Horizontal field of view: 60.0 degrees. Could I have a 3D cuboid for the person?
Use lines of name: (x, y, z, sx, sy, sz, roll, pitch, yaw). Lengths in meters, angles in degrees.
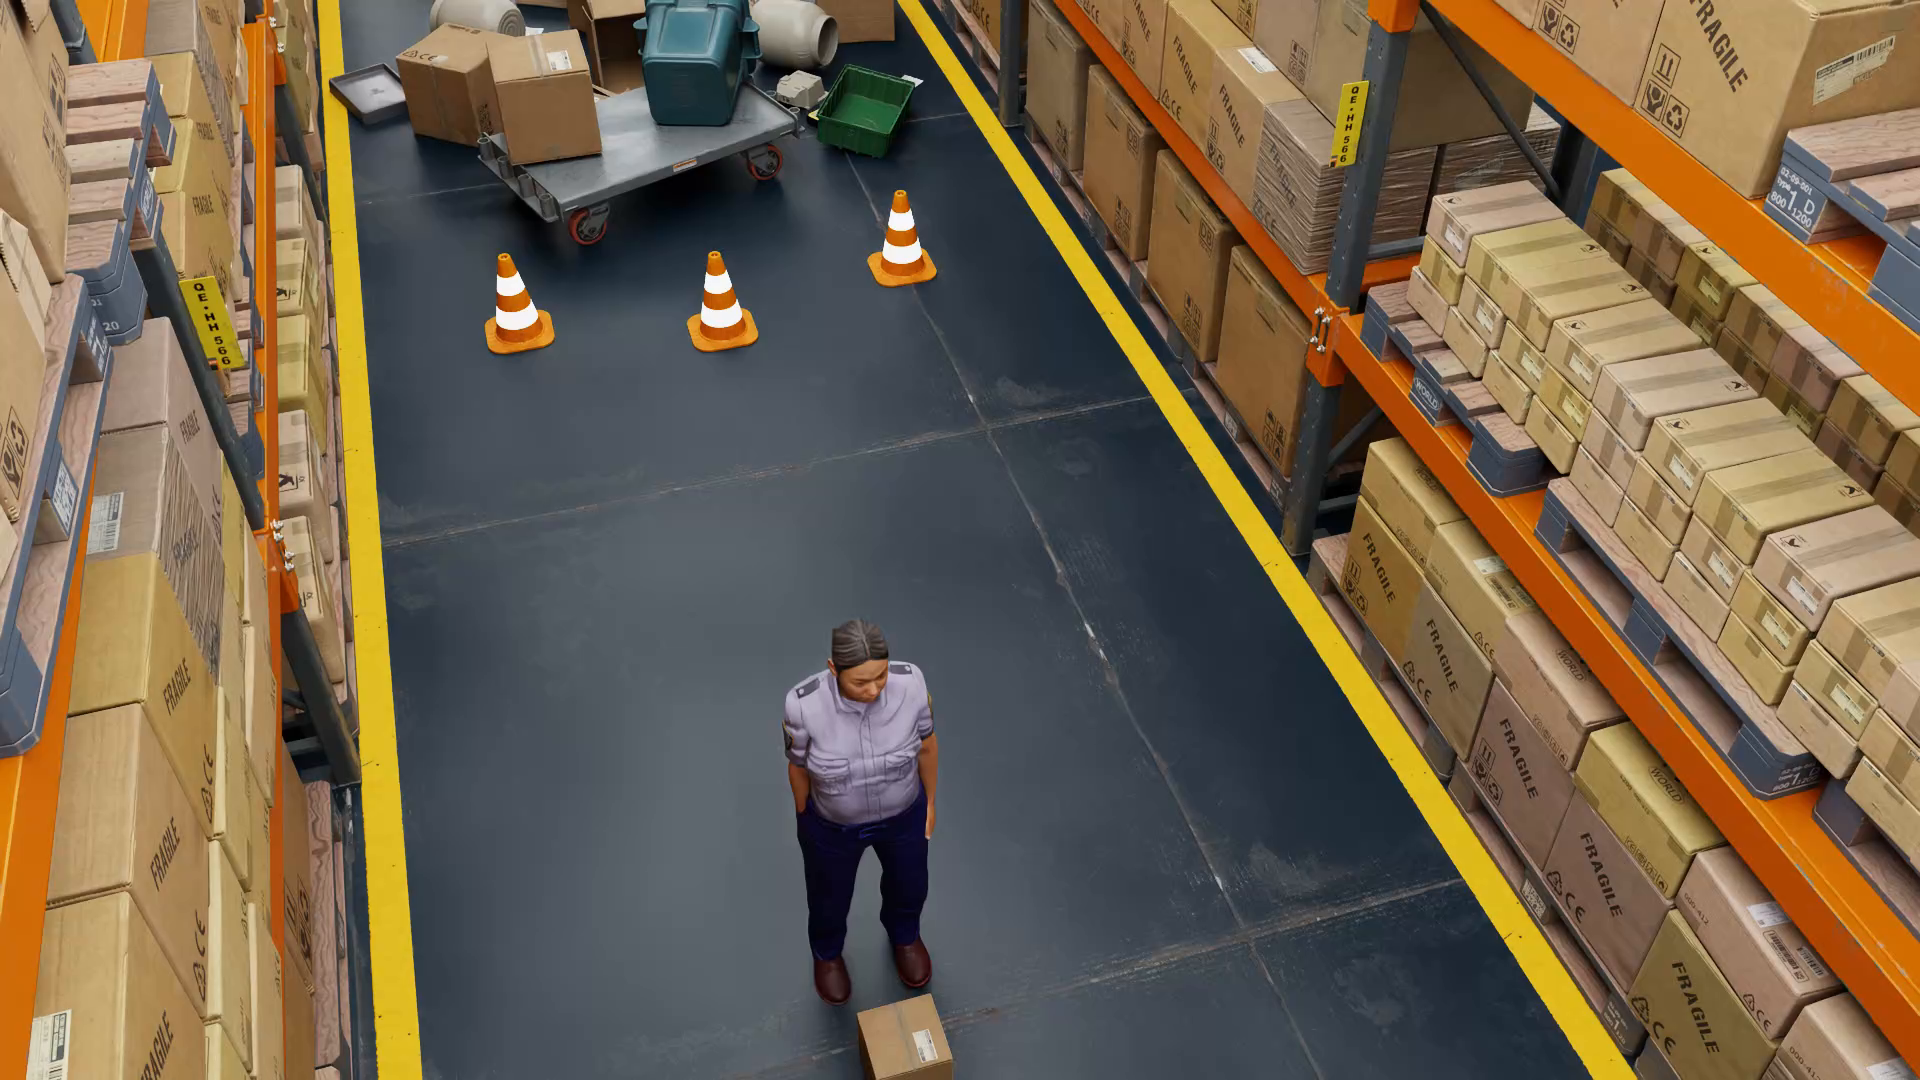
person: (-0.288, 0.863, 5.242, 0.470, 1.653, 0.342, -11, 44, -12)
